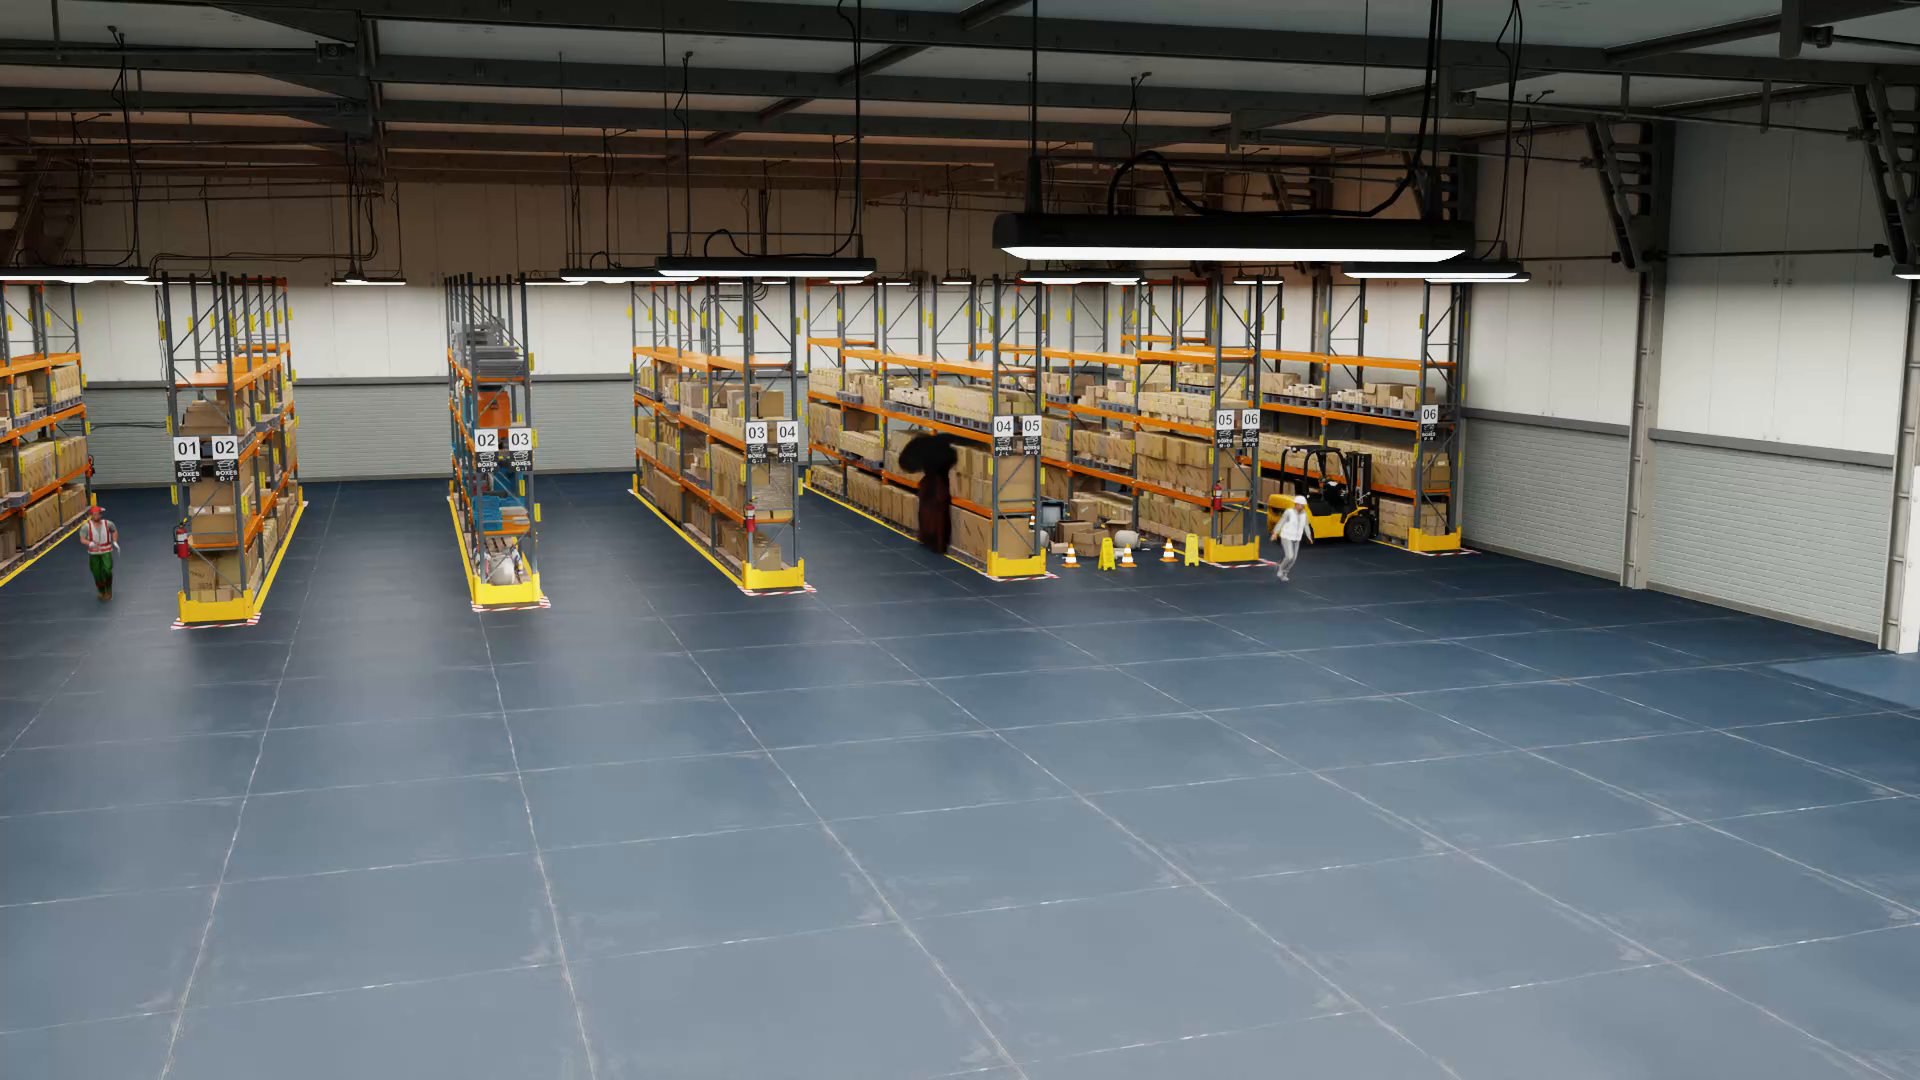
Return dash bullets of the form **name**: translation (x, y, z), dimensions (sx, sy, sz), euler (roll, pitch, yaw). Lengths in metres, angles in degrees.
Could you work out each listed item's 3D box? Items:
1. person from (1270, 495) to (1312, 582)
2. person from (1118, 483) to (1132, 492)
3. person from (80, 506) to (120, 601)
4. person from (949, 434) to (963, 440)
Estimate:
- **person**: translation (6.517, -0.029, 32.572), dimensions (0.653, 1.726, 0.671), euler (-5, 10, -28)
- **person**: translation (4.736, -2.160, 46.826), dimensions (0.642, 1.698, 0.752), euler (-6, 11, -36)
- **person**: translation (-15.767, 0.251, 30.509), dimensions (0.634, 1.766, 0.779), euler (-4, 9, -25)
- **person**: translation (-0.035, -2.911, 51.600), dimensions (0.901, 1.707, 0.579), euler (-5, 10, -30)
